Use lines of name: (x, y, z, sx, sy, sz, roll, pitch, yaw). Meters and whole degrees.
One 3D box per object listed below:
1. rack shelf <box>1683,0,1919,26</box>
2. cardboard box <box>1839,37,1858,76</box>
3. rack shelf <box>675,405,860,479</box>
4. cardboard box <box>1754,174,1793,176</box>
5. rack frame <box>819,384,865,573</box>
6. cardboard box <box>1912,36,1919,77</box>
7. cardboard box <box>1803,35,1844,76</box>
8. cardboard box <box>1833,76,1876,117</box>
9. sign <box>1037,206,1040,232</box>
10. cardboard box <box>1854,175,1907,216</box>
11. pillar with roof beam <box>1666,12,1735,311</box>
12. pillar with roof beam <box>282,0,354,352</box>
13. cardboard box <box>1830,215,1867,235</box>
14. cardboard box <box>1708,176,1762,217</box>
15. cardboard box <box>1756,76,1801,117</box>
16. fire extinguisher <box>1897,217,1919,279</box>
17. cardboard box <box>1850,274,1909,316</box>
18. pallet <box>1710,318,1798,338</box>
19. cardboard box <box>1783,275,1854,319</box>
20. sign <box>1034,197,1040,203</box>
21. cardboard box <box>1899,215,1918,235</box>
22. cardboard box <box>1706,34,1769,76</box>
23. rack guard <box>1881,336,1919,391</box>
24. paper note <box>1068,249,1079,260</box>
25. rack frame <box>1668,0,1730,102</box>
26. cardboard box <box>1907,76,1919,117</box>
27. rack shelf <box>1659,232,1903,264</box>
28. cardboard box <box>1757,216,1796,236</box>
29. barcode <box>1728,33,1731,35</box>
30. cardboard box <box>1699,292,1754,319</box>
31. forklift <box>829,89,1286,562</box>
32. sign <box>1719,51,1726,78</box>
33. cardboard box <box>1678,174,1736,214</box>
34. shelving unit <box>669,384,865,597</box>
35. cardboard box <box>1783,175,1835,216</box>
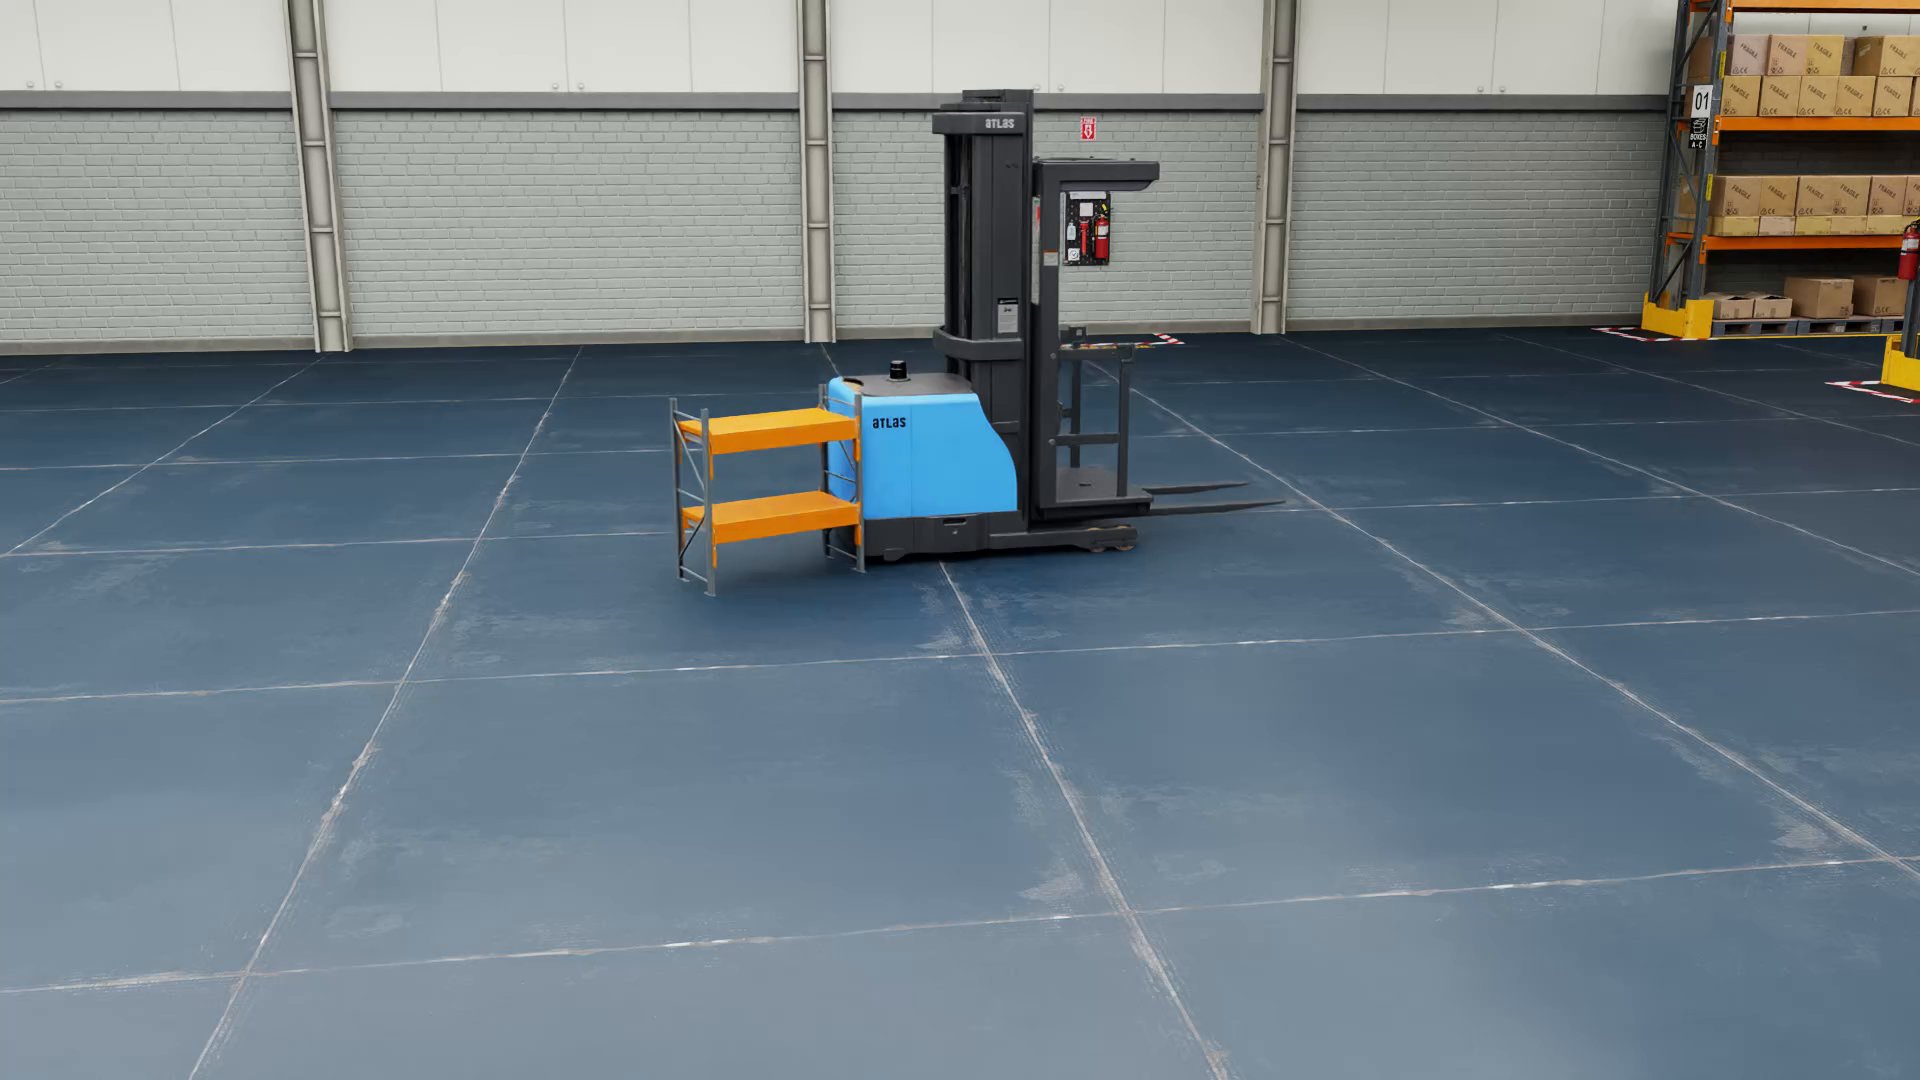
rack shelf: (11.474, -6.854, 21.536, 4.000, 0.370, 1.077, -2, 14, -8)
cardboard box: (11.411, -6.350, 21.906, 0.500, 0.500, 0.500, -2, 14, -8)
rack shelf: (-1.173, -0.609, 10.136, 1.000, 0.278, 0.538, -9, 17, -32)
cardboard box: (10.941, -4.626, 22.228, 0.500, 0.500, 0.500, -2, 14, -10)
rack frame: (-0.746, -0.392, 10.474, 0.032, 1.125, 0.500, -9, 17, -32)
cardboard box: (12.454, -6.259, 21.544, 0.500, 0.500, 0.500, -1, 14, -5)
cardboard box: (10.922, -6.203, 21.320, 0.500, 0.500, 0.500, -2, 14, -7)
cardboard box: (11.440, -5.742, 21.538, 0.500, 0.500, 0.500, -1, 14, -5)
sign: (1.116, -4.179, 21.647, 0.234, 0.329, 0.001, -2, 14, -8)
cardboard box: (12.038, -4.541, 21.887, 0.500, 0.500, 0.500, -3, 14, -10)
pillar with roof beam: (10.701, -6.330, 17.961, 0.400, 9.000, 9.100, -2, 14, -8)
pillar with roof beam: (-7.098, -5.677, 15.360, 0.400, 9.000, 9.100, -2, 14, -8)
cardboard box: (11.543, -4.157, 21.899, 0.500, 0.250, 0.500, -2, 14, -8)
cardboard box: (10.014, -4.467, 21.595, 0.500, 0.500, 0.500, -2, 14, -8)
cardboard box: (10.401, -5.698, 21.362, 0.500, 0.500, 0.500, -1, 14, -5)
fire extinguisher: (10.052, -3.100, 17.576, 0.183, 0.674, 0.296, -2, 14, -8)
cardboard box: (12.432, -3.320, 22.530, 0.500, 0.500, 0.500, -3, 14, -13)
pallet: (10.380, -2.893, 22.323, 1.213, 0.211, 1.003, -2, 14, -8)
cardboard box: (11.491, -3.261, 22.294, 0.500, 0.500, 0.700, -3, 14, -12)
sign: (1.121, -4.435, 21.575, 0.331, 0.109, 0.001, -2, 14, -8)
cardboard box: (12.535, -4.197, 22.060, 0.500, 0.250, 0.500, -2, 14, -8)
cardboard box: (9.914, -6.175, 21.211, 0.500, 0.500, 0.500, -3, 14, -12)
rack guard: (10.215, -1.817, 17.439, 0.348, 0.500, 1.175, -2, 14, -8)
paper note: (1.492, -3.740, 21.780, 0.142, 0.148, 0.016, -2, 14, -8)
rack frame: (9.497, -7.132, 21.160, 0.127, 3.000, 1.000, -2, 14, -8)
cardboard box: (12.488, -5.787, 21.717, 0.500, 0.500, 0.500, -3, 14, -13)
rack shelf: (11.474, -3.945, 22.266, 4.000, 0.370, 1.077, -2, 14, -8)
cardboard box: (10.538, -4.122, 21.760, 0.500, 0.250, 0.500, -3, 14, -10)
barcode: (10.124, -6.647, 21.900, 0.075, 0.075, 0.001, -2, 14, -8)
cardboard box: (10.194, -3.134, 22.177, 0.500, 0.311, 0.500, -4, 15, -15)
forklift: (0.681, -1.458, 11.009, 3.031, 2.935, 1.130, -4, 15, -14)
sign: (9.578, -5.970, 20.898, 0.005, 0.325, 0.100, -2, 14, -8)
cardboard box: (9.931, -4.591, 22.086, 0.500, 0.500, 0.500, -2, 14, -9)
shelving unit: (-1.173, -0.326, 10.207, 1.048, 1.125, 0.538, -9, 17, -32)
cardboard box: (11.016, -4.500, 21.725, 0.500, 0.500, 0.500, -3, 14, -10)
